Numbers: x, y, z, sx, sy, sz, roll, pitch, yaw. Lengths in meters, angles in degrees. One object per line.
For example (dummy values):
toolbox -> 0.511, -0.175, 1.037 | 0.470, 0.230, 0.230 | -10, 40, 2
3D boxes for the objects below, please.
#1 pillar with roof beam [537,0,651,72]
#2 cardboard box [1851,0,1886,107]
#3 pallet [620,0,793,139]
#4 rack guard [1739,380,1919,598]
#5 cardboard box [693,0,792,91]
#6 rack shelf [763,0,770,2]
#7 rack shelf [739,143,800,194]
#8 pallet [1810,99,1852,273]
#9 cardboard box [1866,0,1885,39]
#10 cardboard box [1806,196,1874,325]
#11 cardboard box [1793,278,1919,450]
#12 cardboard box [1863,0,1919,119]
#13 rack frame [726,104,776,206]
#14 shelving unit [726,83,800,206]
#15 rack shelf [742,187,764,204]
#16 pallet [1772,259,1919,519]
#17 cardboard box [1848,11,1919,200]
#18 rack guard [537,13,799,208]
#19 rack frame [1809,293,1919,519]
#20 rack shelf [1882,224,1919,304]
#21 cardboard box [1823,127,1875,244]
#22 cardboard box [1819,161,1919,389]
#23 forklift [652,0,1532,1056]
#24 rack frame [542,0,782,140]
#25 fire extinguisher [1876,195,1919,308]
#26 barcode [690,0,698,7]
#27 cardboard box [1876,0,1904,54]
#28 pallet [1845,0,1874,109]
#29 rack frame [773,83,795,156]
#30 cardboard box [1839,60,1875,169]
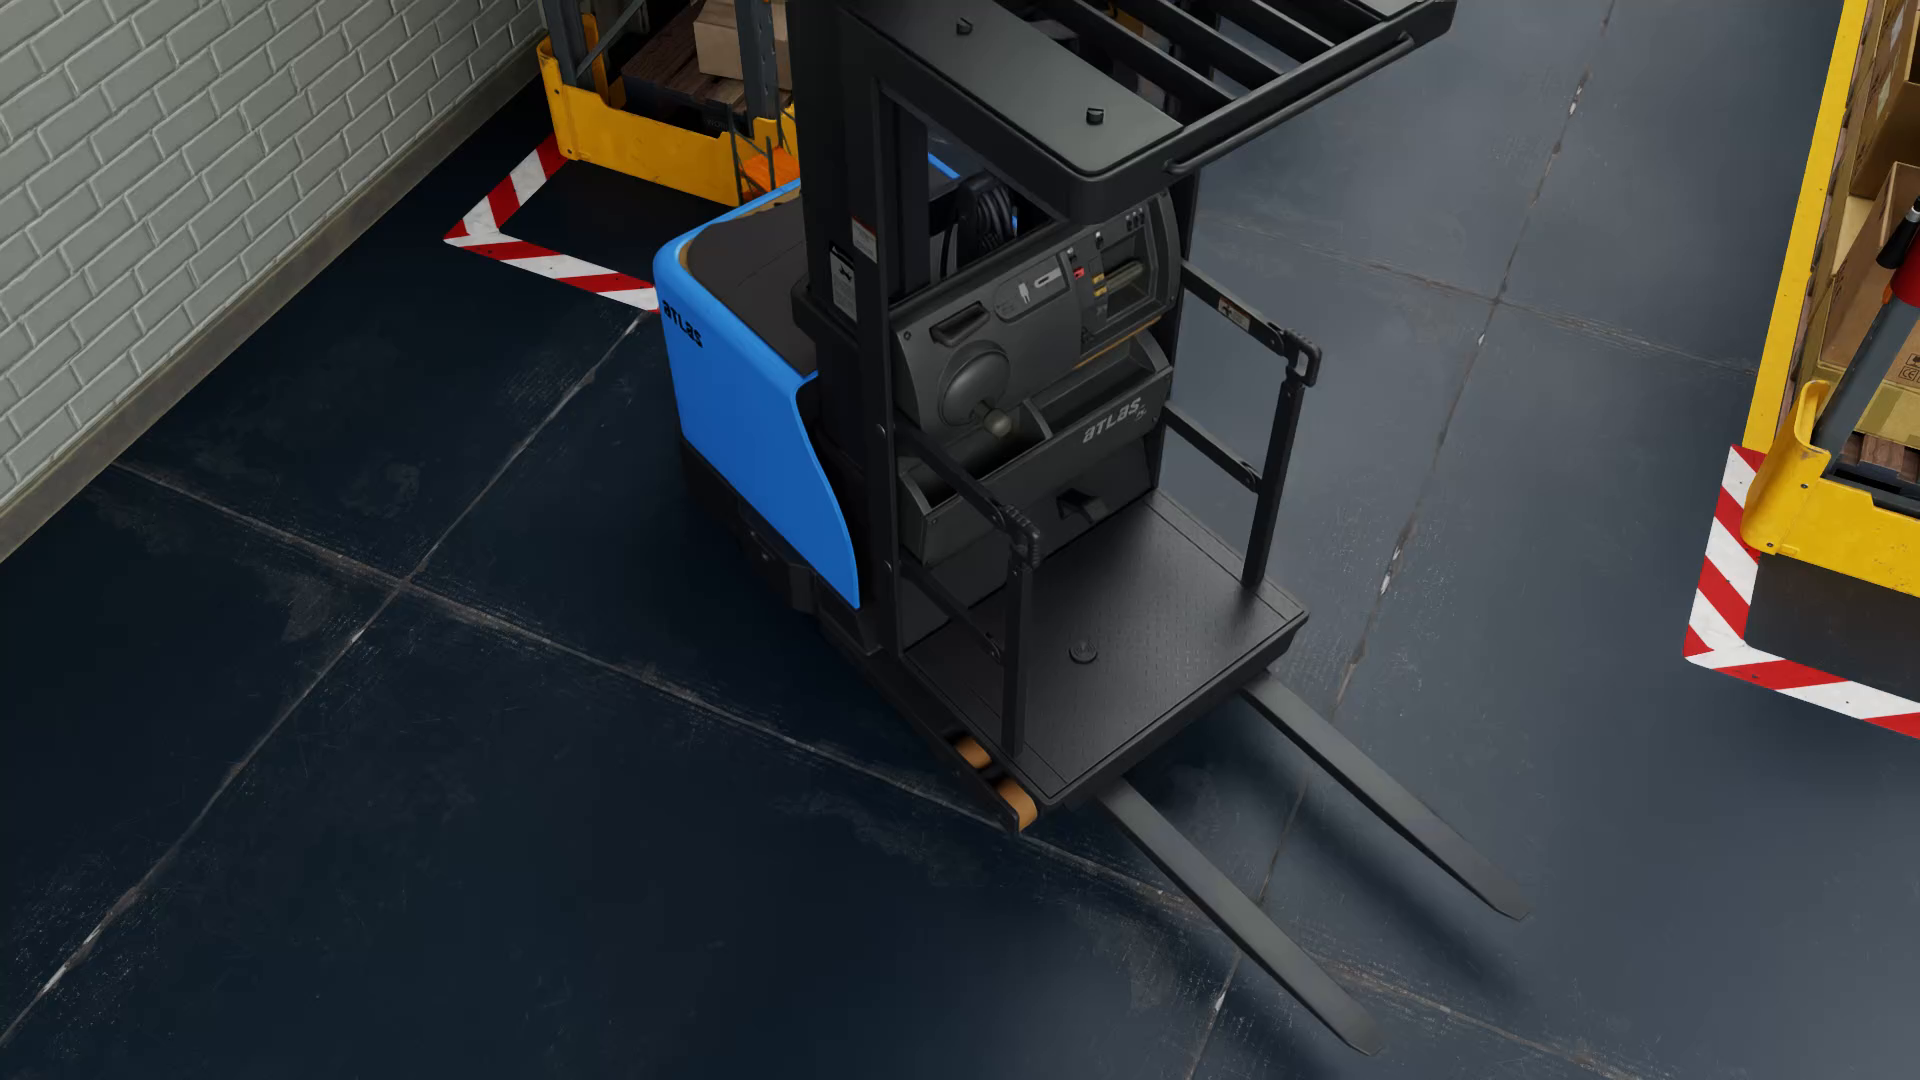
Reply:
pillar with roof beam -> 2.223, -3.823, 3.094 | 9.100, 9.000, 0.400 | 20, 52, 16
cardboard box -> 4.095, -2.000, 7.012 | 0.500, 0.250, 0.500 | 20, 52, 16
pallet -> -0.774, -2.212, 7.494 | 1.003, 0.211, 1.213 | 20, 52, 16
rack guard -> 3.284, -0.080, 5.490 | 1.175, 0.500, 0.348 | 20, 52, 16
cardboard box -> -0.809, -2.234, 7.158 | 0.500, 0.311, 0.500 | 14, 51, 12
rack shelf -> -0.331, -3.660, 7.367 | 1.077, 0.370, 4.000 | 20, 52, 16
rack shelf -> -0.605, -1.196, 5.564 | 0.180, 0.103, 0.258 | -32, 57, -24
pallet -> 4.106, -1.380, 6.786 | 1.003, 0.211, 1.213 | 20, 52, 16
cardboard box -> 4.313, -2.343, 7.303 | 0.500, 0.250, 0.500 | 20, 52, 16
cardboard box -> 3.459, -0.965, 6.131 | 0.500, 0.250, 0.500 | 20, 52, 16
cardboard box -> 3.257, -0.617, 5.835 | 0.500, 0.250, 0.500 | 20, 52, 16
cardboard box -> 3.883, -1.898, 6.433 | 0.500, 0.500, 0.500 | 20, 52, 16
rack frame -> -0.675, -0.946, 5.766 | 0.006, 1.200, 0.240 | -32, 57, -24
shelving unit -> -0.604, -0.990, 5.804 | 0.189, 1.200, 0.258 | -32, 57, -24
rack shelf -> -0.605, -1.117, 5.655 | 0.180, 0.103, 0.258 | -32, 57, -24
pallet -> 3.583, -0.543, 6.073 | 1.003, 0.211, 1.213 | 20, 52, 16
cardboard box -> 3.669, -1.554, 6.140 | 0.500, 0.500, 0.500 | 20, 52, 16
rack guard -> -1.153, -1.758, 6.918 | 1.175, 0.500, 0.348 | 20, 52, 16
rack frame -> 3.295, -0.906, 4.552 | 1.000, 3.000, 0.127 | 20, 52, 16
rack shelf -> 4.149, -2.051, 5.998 | 1.077, 0.370, 4.000 | 20, 52, 16
cardboard box -> 3.671, -1.310, 6.425 | 0.500, 0.250, 0.500 | 20, 52, 16
cardboard box -> 3.255, -0.861, 5.550 | 0.500, 0.500, 0.500 | 20, 52, 16
forklift -> 0.360, -0.514, 4.263 | 1.130, 2.935, 3.031 | -32, 57, -24
rack frame -> -1.186, -2.516, 5.921 | 1.000, 3.000, 0.127 | 20, 52, 16
fire extinguisher -> 2.824, -0.951, 4.641 | 0.296, 0.674, 0.183 | 20, 52, 16
barcode -> -1.163, -2.380, 7.276 | 0.001, 0.075, 0.075 | 20, 52, 16
cardboard box -> 4.095, -2.243, 6.726 | 0.500, 0.500, 0.500 | 20, 52, 16
pallet -> 4.626, -2.223, 7.503 | 1.003, 0.211, 1.213 | 20, 52, 16
rack frame -> -0.534, -1.035, 5.842 | 0.006, 1.200, 0.240 | -32, 57, -24
cardboard box -> 3.887, -1.654, 6.717 | 0.500, 0.250, 0.500 | 20, 52, 16
